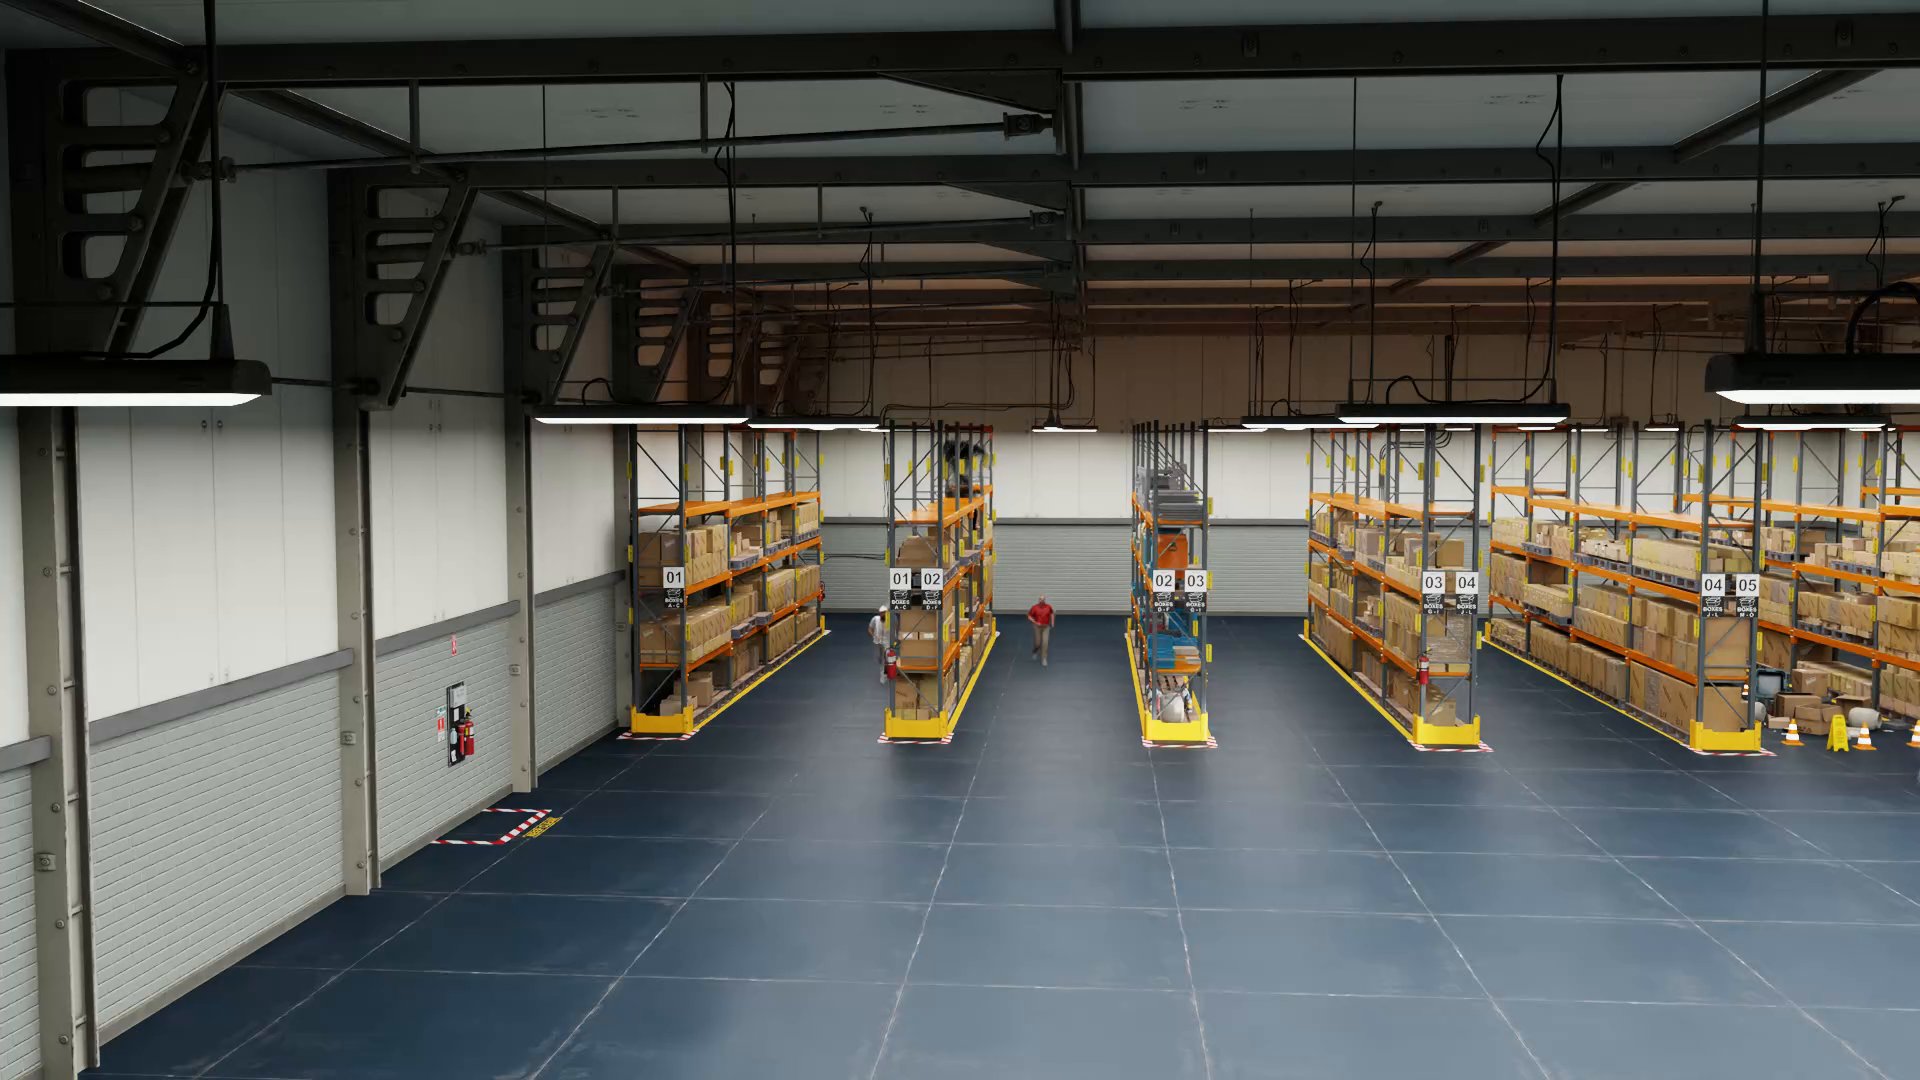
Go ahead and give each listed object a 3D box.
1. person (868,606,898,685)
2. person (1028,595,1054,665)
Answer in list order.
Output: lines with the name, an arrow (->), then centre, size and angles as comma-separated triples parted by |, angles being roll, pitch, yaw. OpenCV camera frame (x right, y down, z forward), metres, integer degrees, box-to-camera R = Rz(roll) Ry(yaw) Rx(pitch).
person -> -1.787, 2.404, 38.669 | 0.680, 1.770, 1.126 | 0, 4, 2
person -> 2.043, 2.237, 41.667 | 0.688, 1.733, 0.817 | -1, 4, -9
